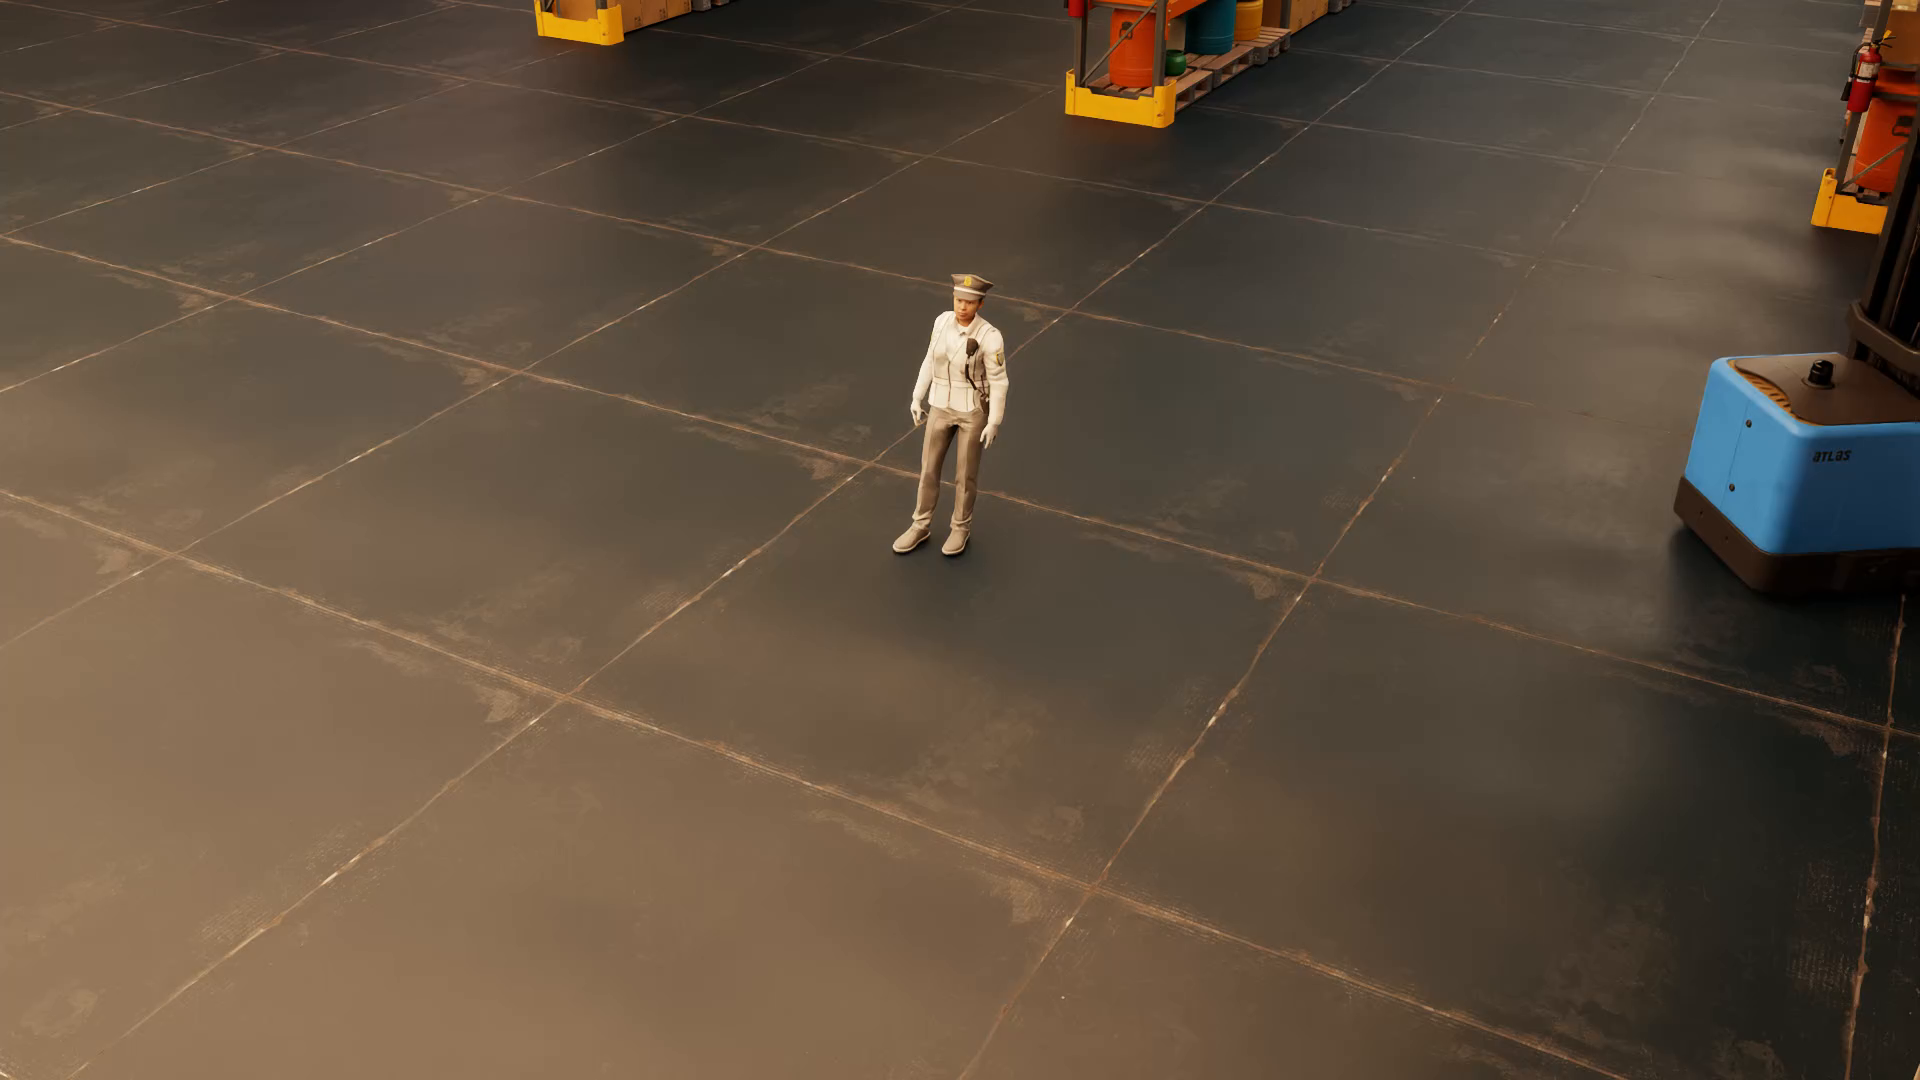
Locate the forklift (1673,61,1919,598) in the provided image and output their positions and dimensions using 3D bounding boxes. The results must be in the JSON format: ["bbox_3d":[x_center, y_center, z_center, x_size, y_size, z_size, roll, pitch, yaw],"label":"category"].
[{"bbox_3d":[5.915,-1.247,9.230,3.031,2.935,1.130,-3,30,-5],"label":"forklift"}]

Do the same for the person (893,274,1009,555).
[{"bbox_3d":[-0.040,-0.712,9.526,0.586,1.694,0.530,15,33,25],"label":"person"}]
